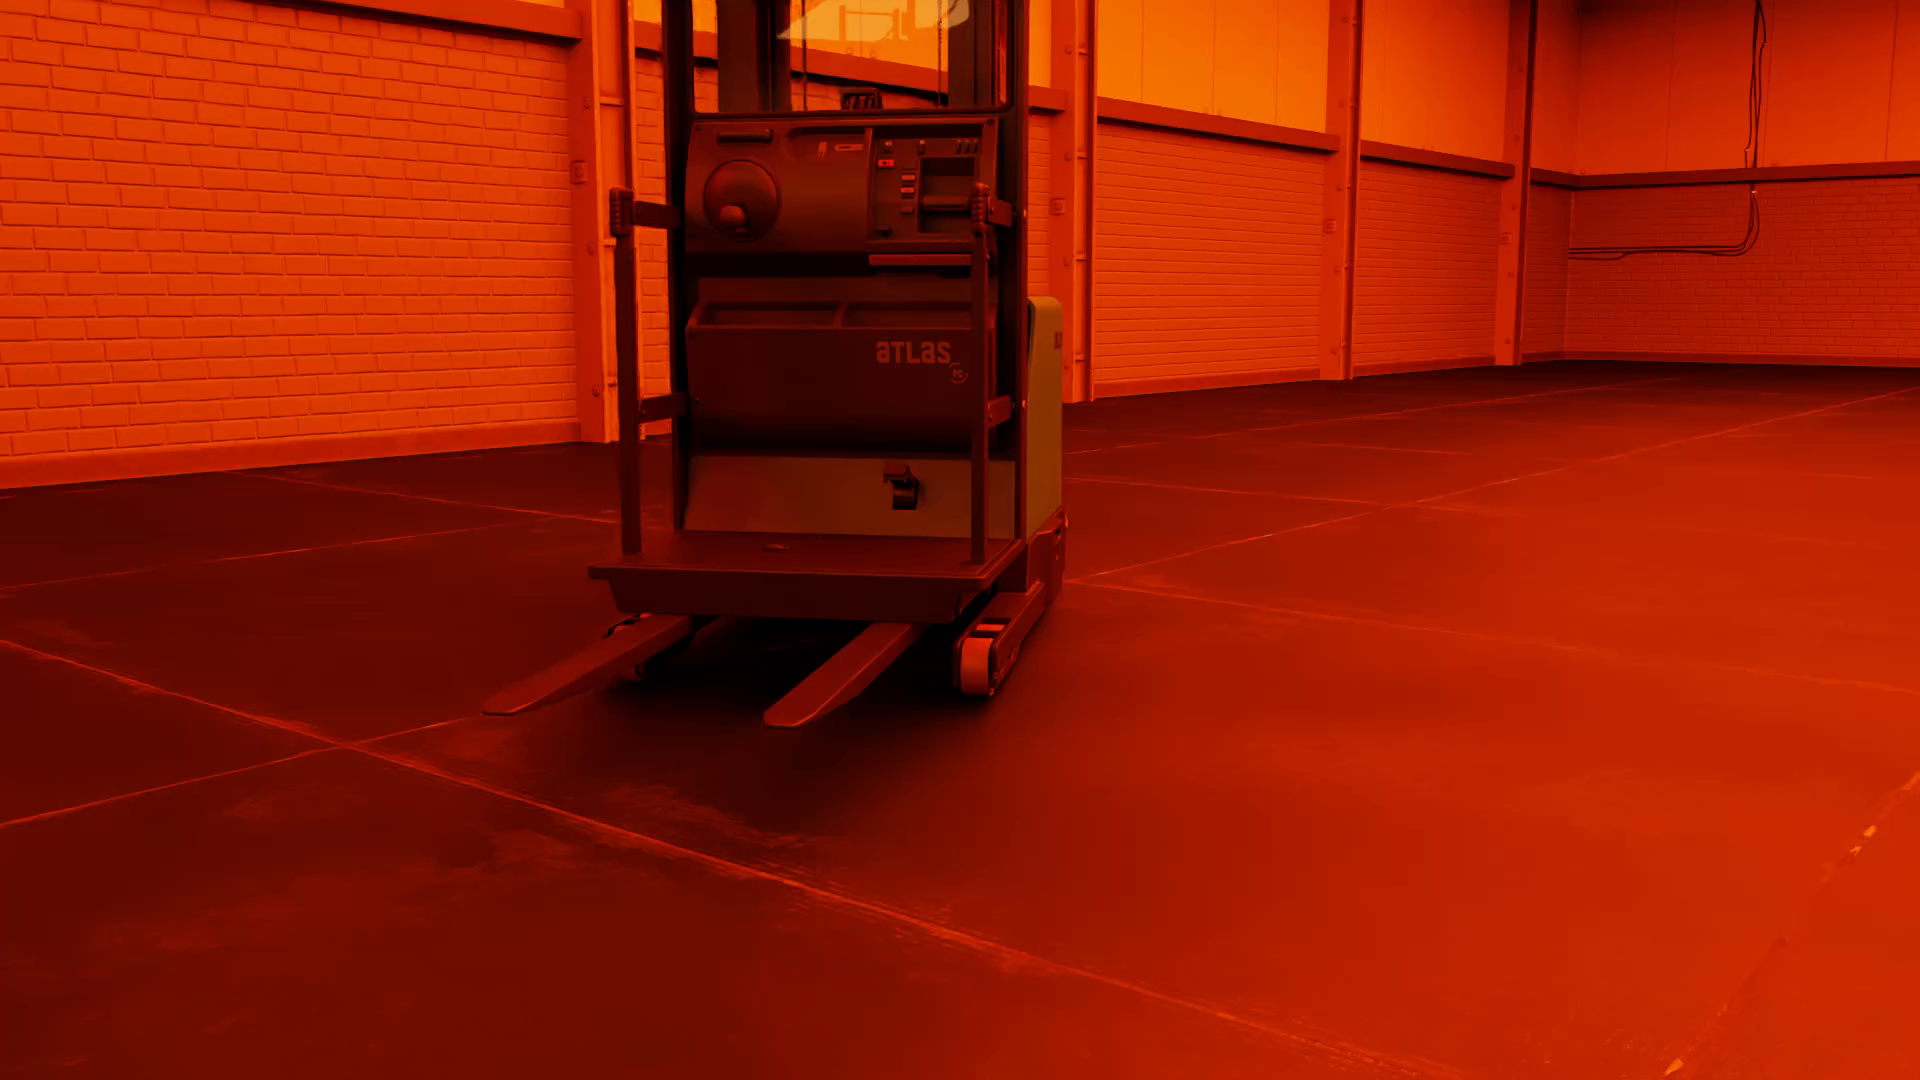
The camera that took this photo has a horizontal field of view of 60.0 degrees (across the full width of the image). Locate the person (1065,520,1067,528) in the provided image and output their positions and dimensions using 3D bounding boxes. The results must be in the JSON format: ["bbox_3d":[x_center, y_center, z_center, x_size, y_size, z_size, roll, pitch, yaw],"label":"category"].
[{"bbox_3d":[-0.124,-0.834,7.761,1.229,1.548,0.692,8,11,43],"label":"person"}]

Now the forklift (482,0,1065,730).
[{"bbox_3d":[-0.386,-1.081,4.671,1.130,2.935,3.031,2,8,10],"label":"forklift"}]
